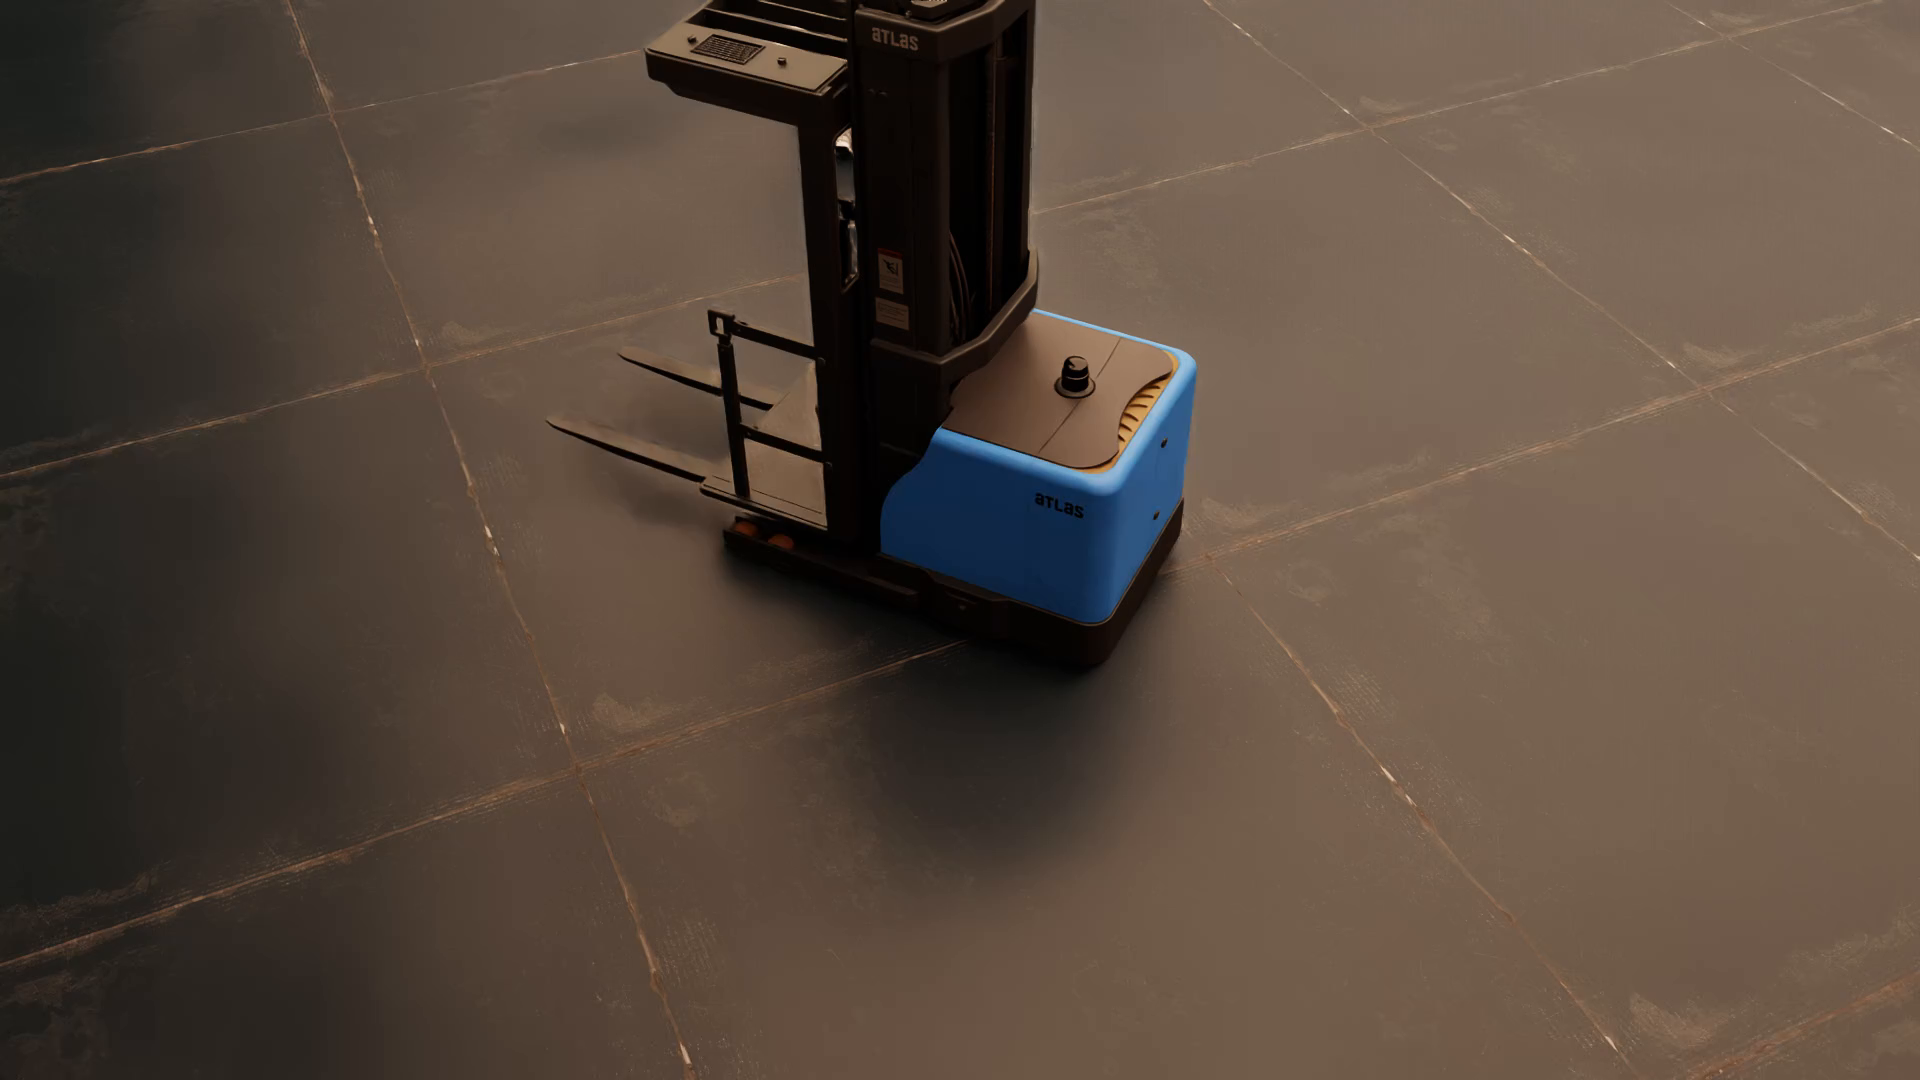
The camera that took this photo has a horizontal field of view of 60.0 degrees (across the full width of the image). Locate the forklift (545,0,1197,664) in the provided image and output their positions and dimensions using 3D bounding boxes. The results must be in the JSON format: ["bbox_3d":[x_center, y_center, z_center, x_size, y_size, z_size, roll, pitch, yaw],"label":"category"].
[{"bbox_3d":[-0.526,-1.238,7.007,3.031,2.935,1.130,19,46,19],"label":"forklift"}]

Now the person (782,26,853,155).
[{"bbox_3d":[-1.014,-3.000,10.074,0.780,1.325,0.887,-25,49,-25],"label":"person"}]
